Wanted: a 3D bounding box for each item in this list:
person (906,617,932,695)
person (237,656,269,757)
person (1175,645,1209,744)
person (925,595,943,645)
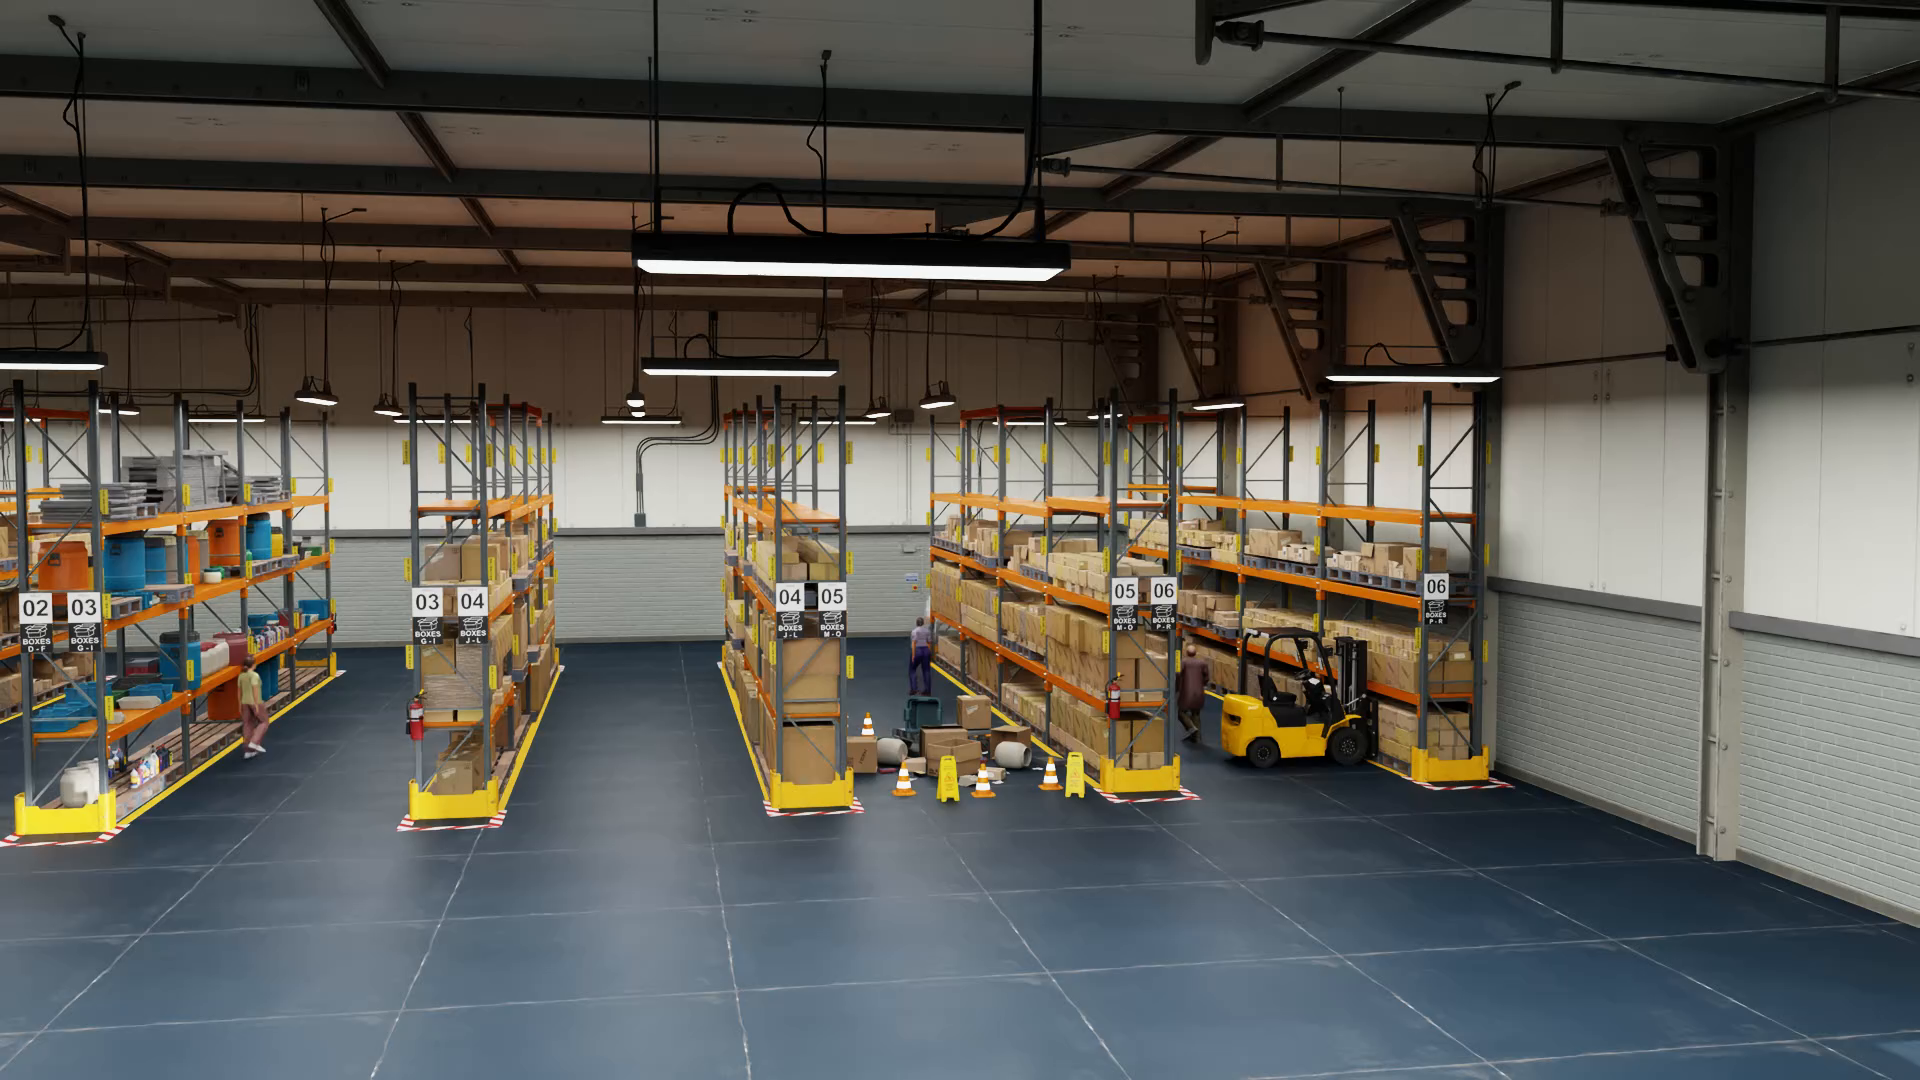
[{"bbox_3d":[-0.802,2.454,34.742,0.515,1.675,0.578,-2,3,-31],"label":"person"},{"bbox_3d":[-11.787,2.761,27.640,0.504,1.657,0.455,0,3,6],"label":"person"},{"bbox_3d":[4.070,2.694,29.130,0.684,1.673,0.829,-1,3,-11],"label":"person"},{"bbox_3d":[-0.622,1.964,42.320,0.543,1.758,0.667,2,4,38],"label":"person"}]
